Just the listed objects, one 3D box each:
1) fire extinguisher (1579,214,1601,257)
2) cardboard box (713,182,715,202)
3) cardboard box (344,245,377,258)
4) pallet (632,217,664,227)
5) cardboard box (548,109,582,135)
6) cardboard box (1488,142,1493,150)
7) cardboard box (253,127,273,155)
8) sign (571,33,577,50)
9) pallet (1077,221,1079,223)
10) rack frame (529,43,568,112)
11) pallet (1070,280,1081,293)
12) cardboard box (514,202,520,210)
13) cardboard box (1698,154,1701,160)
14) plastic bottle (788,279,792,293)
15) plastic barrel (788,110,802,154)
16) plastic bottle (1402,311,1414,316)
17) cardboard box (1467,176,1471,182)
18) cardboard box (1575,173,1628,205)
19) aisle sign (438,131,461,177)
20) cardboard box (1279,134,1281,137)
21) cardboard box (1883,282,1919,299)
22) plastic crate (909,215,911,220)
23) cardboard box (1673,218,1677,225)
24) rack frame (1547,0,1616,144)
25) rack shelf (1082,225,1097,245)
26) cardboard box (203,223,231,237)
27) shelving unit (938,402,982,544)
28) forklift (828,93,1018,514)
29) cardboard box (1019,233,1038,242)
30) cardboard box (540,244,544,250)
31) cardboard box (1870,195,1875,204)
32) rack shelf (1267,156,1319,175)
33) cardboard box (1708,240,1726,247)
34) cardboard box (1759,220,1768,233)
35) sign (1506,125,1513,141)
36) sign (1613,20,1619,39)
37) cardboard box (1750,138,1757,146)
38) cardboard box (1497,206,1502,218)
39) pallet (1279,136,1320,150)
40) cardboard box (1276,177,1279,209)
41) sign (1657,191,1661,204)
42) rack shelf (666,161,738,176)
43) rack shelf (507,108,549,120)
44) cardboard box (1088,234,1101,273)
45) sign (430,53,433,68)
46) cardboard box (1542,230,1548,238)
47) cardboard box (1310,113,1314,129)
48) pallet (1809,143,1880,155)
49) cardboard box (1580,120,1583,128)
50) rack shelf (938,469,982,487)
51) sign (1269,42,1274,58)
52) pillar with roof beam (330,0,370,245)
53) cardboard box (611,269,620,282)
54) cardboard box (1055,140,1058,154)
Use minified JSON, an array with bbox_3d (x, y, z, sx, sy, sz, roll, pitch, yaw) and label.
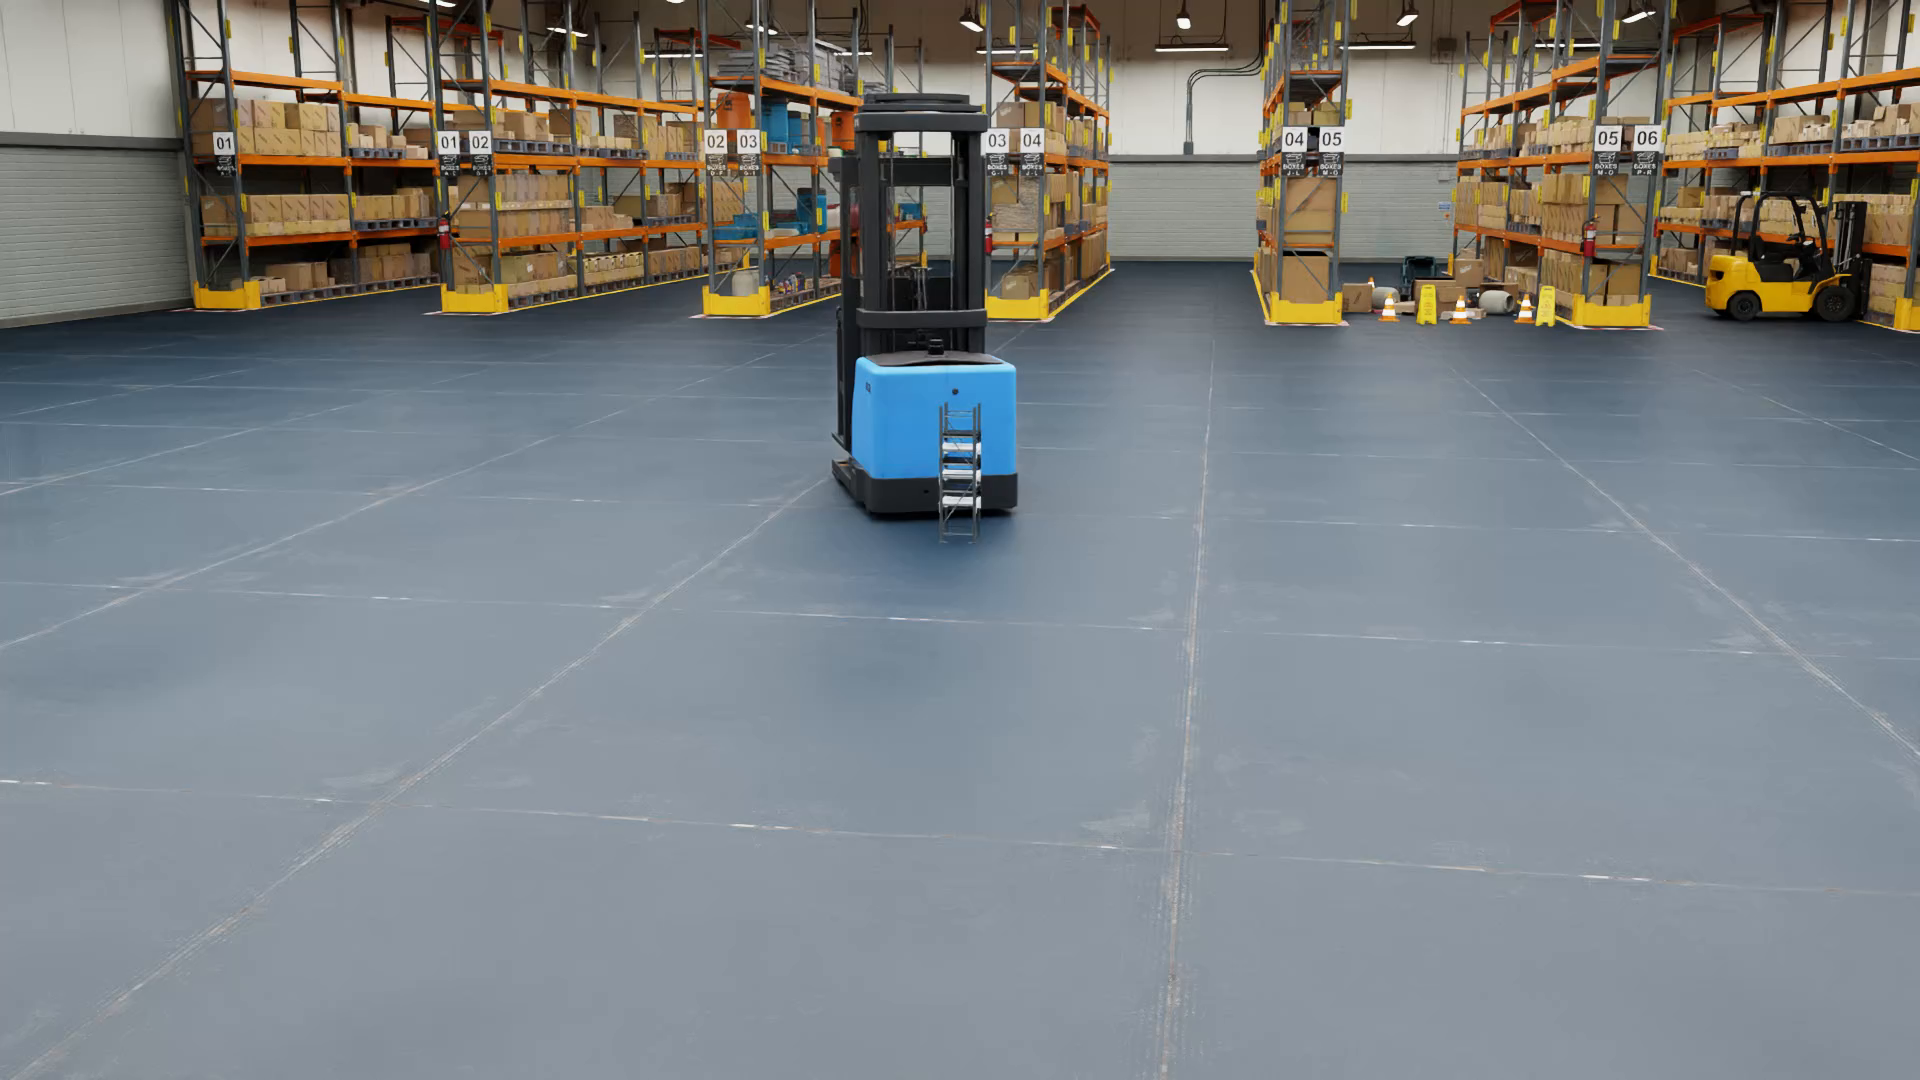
[{"bbox_3d":[10.259,-4.959,27.069,0.296,0.674,0.183,2,12,9],"label":"fire extinguisher"},{"bbox_3d":[-6.573,-8.881,42.471,0.500,0.500,0.500,1,12,7],"label":"cardboard box"},{"bbox_3d":[-12.967,-6.246,35.967,0.500,0.250,0.500,2,12,7],"label":"cardboard box"},{"bbox_3d":[-7.583,-7.364,38.498,1.213,0.211,1.003,2,12,9],"label":"pallet"},{"bbox_3d":[-8.099,-8.573,34.115,0.500,0.500,0.500,2,12,9],"label":"cardboard box"},{"bbox_3d":[12.037,-8.809,37.188,0.380,0.166,0.250,1,12,5],"label":"cardboard box"},{"bbox_3d":[-13.327,-7.506,31.296,0.500,0.500,0.500,3,12,12],"label":"cardboard box"},{"bbox_3d":[-7.689,-9.925,33.094,0.100,0.325,0.005,2,12,9],"label":"sign"},{"bbox_3d":[1.906,-6.485,34.421,1.003,0.211,1.213,2,12,9],"label":"pallet"},{"bbox_3d":[-11.283,-12.072,45.649,1.000,3.000,0.127,2,12,9],"label":"rack frame"},{"bbox_3d":[2.048,-5.467,35.858,1.003,0.211,1.213,2,12,9],"label":"pallet"},{"bbox_3d":[-8.457,-6.249,31.092,0.380,0.149,0.250,2,12,8],"label":"cardboard box"},{"bbox_3d":[17.336,-8.878,38.546,0.380,0.149,0.250,2,12,11],"label":"cardboard box"},{"bbox_3d":[-3.268,-4.871,31.905,0.097,0.271,0.097,0,12,0],"label":"plastic bottle"},{"bbox_3d":[-3.476,-8.144,33.355,0.600,0.901,0.708,2,12,9],"label":"plastic barrel"},{"bbox_3d":[7.946,-4.030,29.550,0.133,0.061,0.283,-2,12,-11],"label":"plastic bottle"},{"bbox_3d":[12.584,-8.805,40.579,0.380,0.149,0.250,2,12,7],"label":"cardboard box"},{"bbox_3d":[10.594,-5.802,27.481,0.700,0.500,0.500,2,12,7],"label":"cardboard box"},{"bbox_3d":[-9.149,-6.915,29.791,0.394,0.787,0.004,2,12,9],"label":"aisle sign"},{"bbox_3d":[5.581,-6.876,28.019,0.380,0.149,0.250,2,12,9],"label":"cardboard box"},{"bbox_3d":[15.403,-4.063,27.069,0.500,0.250,0.500,2,12,8],"label":"cardboard box"},{"bbox_3d":[-1.499,-8.483,43.720,0.396,0.136,0.243,2,12,9],"label":"plastic crate"},{"bbox_3d":[17.529,-7.728,40.327,0.380,0.149,0.250,2,12,7],"label":"cardboard box"},{"bbox_3d":[11.347,-8.771,30.333,1.000,3.000,0.127,2,12,9],"label":"rack frame"},{"bbox_3d":[2.477,-7.057,38.327,1.077,0.370,4.000,2,12,9],"label":"rack shelf"},{"bbox_3d":[-13.863,-5.849,31.320,0.500,0.250,0.500,2,12,9],"label":"cardboard box"},{"bbox_3d":[0.001,-0.442,10.906,0.258,0.900,0.210,2,12,9],"label":"shelving unit"},{"bbox_3d":[-0.402,-1.879,12.755,1.130,2.935,3.031,-3,12,-12],"label":"forklift"},{"bbox_3d":[1.219,-5.256,28.858,0.380,0.149,0.250,2,12,9],"label":"cardboard box"},{"bbox_3d":[-11.520,-7.653,44.323,0.700,0.500,0.500,2,12,10],"label":"cardboard box"},{"bbox_3d":[15.769,-5.810,28.350,0.380,0.149,0.250,2,12,9],"label":"cardboard box"},{"bbox_3d":[6.748,-7.509,33.304,1.077,0.370,4.000,2,12,9],"label":"rack shelf"},{"bbox_3d":[17.224,-6.722,37.754,0.380,0.149,0.250,2,12,8],"label":"cardboard box"},{"bbox_3d":[16.557,-6.353,33.710,0.500,0.250,0.500,2,12,9],"label":"cardboard box"},{"bbox_3d":[11.415,-8.449,34.542,0.100,0.325,0.005,2,12,9],"label":"sign"},{"bbox_3d":[11.880,-9.245,30.127,0.100,0.325,0.005,2,12,9],"label":"sign"},{"bbox_3d":[16.804,-8.341,34.867,0.380,0.149,0.250,2,12,9],"label":"cardboard box"},{"bbox_3d":[11.861,-7.058,35.794,0.500,0.250,0.500,2,12,7],"label":"cardboard box"},{"bbox_3d":[5.929,-6.723,28.160,1.003,0.211,1.213,2,12,9],"label":"pallet"},{"bbox_3d":[6.087,-6.167,29.568,0.875,0.550,0.500,2,12,9],"label":"cardboard box"},{"bbox_3d":[17.561,-8.617,41.804,0.100,0.325,0.005,2,12,9],"label":"sign"},{"bbox_3d":[-6.695,-9.678,43.367,1.077,0.370,4.000,2,12,9],"label":"rack shelf"},{"bbox_3d":[-11.591,-11.108,43.835,1.077,0.370,4.000,2,12,9],"label":"rack shelf"},{"bbox_3d":[2.706,-6.858,39.741,1.225,0.875,0.875,2,12,9],"label":"cardboard box"},{"bbox_3d":[-11.976,-10.886,37.742,0.100,0.325,0.005,2,12,9],"label":"sign"},{"bbox_3d":[10.981,-5.661,30.736,0.380,0.149,0.250,2,12,8],"label":"cardboard box"},{"bbox_3d":[6.230,-7.136,28.280,0.500,0.250,0.500,2,12,8],"label":"cardboard box"},{"bbox_3d":[16.375,-7.235,30.781,0.805,0.209,1.217,1,12,6],"label":"pallet"},{"bbox_3d":[10.791,-7.081,28.313,0.380,0.149,0.250,2,12,7],"label":"cardboard box"},{"bbox_3d":[0.001,-0.409,10.913,0.258,0.077,0.200,2,12,9],"label":"rack shelf"},{"bbox_3d":[6.518,-10.254,34.809,0.100,0.325,0.005,2,12,9],"label":"sign"},{"bbox_3d":[-9.314,-10.024,36.148,9.100,9.000,0.548,2,12,9],"label":"pillar with roof beam"},{"bbox_3d":[-7.690,-5.739,36.032,0.500,0.250,0.500,2,12,10],"label":"cardboard box"},{"bbox_3d":[1.497,-7.131,30.198,0.500,0.250,0.500,2,12,10],"label":"cardboard box"}]
